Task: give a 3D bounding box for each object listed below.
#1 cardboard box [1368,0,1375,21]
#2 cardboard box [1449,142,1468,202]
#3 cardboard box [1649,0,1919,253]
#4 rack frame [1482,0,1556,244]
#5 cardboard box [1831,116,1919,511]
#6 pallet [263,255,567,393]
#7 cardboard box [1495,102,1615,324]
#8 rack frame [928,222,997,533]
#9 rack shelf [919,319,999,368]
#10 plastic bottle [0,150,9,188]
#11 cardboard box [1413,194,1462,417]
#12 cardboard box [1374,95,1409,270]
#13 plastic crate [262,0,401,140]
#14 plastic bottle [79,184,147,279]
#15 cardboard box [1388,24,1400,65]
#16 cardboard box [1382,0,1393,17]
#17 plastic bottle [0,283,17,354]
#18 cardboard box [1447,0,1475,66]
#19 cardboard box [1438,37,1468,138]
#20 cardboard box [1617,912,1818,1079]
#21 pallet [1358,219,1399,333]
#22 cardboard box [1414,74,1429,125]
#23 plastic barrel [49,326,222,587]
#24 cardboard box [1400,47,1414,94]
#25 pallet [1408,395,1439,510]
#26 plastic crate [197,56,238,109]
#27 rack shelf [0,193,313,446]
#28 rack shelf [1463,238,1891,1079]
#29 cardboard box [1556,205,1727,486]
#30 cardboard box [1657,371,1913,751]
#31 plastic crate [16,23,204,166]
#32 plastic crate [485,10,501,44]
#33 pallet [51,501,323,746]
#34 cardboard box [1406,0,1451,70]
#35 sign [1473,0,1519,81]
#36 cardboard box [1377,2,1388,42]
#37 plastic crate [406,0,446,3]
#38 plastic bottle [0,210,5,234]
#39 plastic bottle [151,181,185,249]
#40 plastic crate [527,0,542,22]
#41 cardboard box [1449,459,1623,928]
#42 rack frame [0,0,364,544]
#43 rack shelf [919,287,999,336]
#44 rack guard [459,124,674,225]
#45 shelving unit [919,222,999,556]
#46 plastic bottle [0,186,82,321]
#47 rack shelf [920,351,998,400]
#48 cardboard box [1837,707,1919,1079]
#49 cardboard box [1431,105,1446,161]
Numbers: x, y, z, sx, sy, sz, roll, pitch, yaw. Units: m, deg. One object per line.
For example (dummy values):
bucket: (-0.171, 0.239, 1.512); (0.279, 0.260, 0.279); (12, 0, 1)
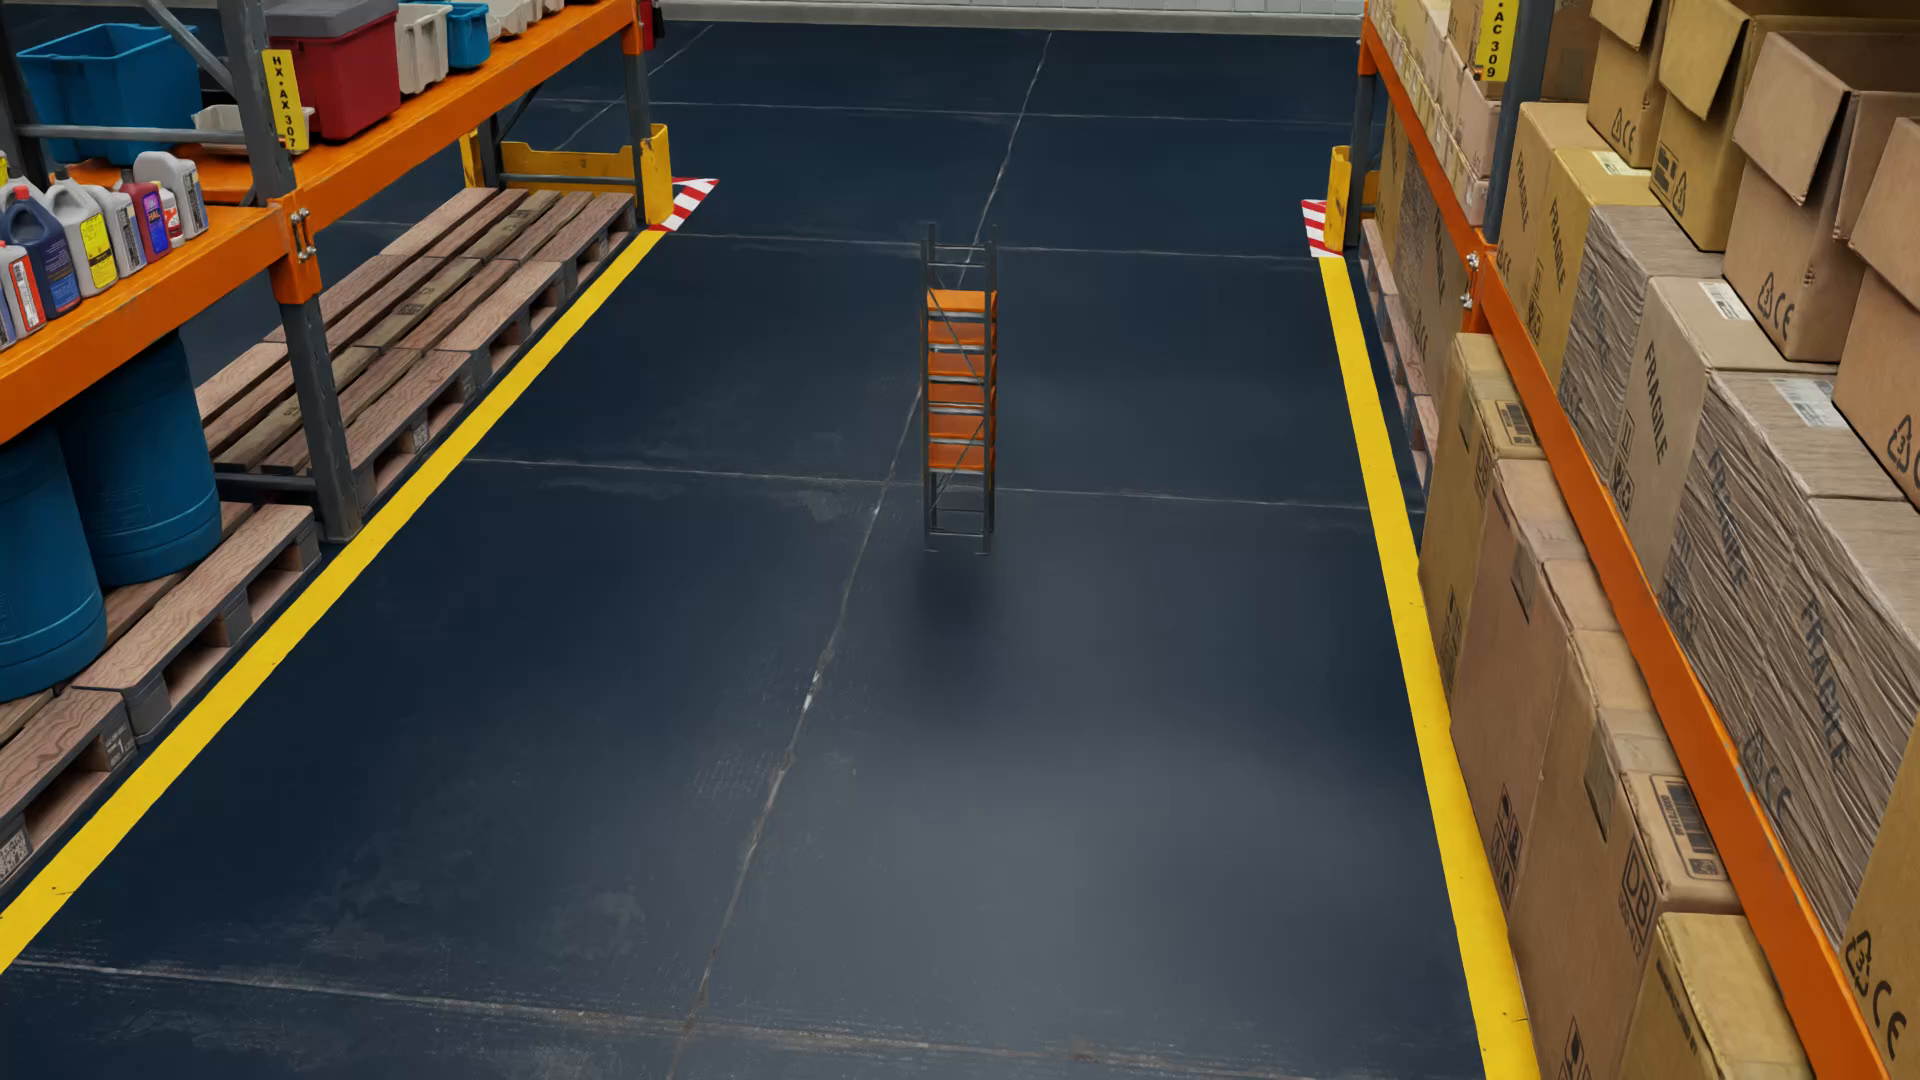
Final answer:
cardboard box: (2.261, -2.700, 8.364); (0.380, 0.149, 0.250); (4, 29, 7)
cardboard box: (1.886, -1.249, 5.670); (0.380, 0.149, 0.250); (4, 29, 7)
cardboard box: (1.977, -0.938, 3.665); (0.797, 0.503, 0.637); (4, 29, 7)
rack frame: (2.142, -1.075, 5.084); (1.000, 3.000, 0.127); (3, 28, 6)
cardboard box: (1.841, -0.328, 2.533); (0.797, 0.503, 0.637); (4, 29, 7)
pallet: (-2.575, -1.060, 7.995); (1.003, 0.211, 1.213); (3, 28, 6)
cardboard box: (1.838, -0.917, 4.685); (0.500, 0.500, 0.500); (3, 29, 6)
rack frame: (0.009, -0.564, 6.033); (0.240, 1.200, 0.006); (3, 28, 6)
rack shelf: (-0.002, -0.694, 5.860); (0.258, 0.103, 0.180); (3, 28, 6)
plastic bottle: (-3.143, -1.176, 5.322); (0.144, 0.351, 0.185); (3, 28, 6)
cardboard box: (2.413, -1.055, 6.842); (0.875, 0.875, 0.875); (3, 28, 6)
cardboard box: (2.633, -1.902, 8.415); (0.875, 0.875, 0.875); (3, 28, 6)
plastic crate: (-2.415, -1.824, 6.342); (0.402, 0.464, 0.583); (3, 28, 6)
plastic bottle: (-2.545, -0.932, 4.949); (0.152, 0.276, 0.135); (3, 28, 6)
cardboard box: (2.137, -2.216, 7.466); (0.380, 0.149, 0.250); (3, 28, 5)
cardboard box: (2.249, -2.568, 7.698); (0.500, 0.250, 0.500); (3, 28, 6)
plastic bottle: (-2.624, -0.632, 4.391); (0.152, 0.276, 0.135); (3, 28, 6)
cardboard box: (1.999, -1.938, 5.739); (0.500, 0.500, 0.500); (4, 29, 7)
cardboard box: (1.997, -1.607, 5.915); (0.500, 0.250, 0.500); (4, 29, 8)
cardboard box: (1.757, 1.234, 2.594); (1.225, 0.875, 0.875); (2, 28, 4)
pallet: (2.612, -1.350, 8.533); (1.003, 0.211, 1.213); (3, 28, 6)
cardboard box: (2.012, -1.732, 6.568); (0.380, 0.149, 0.250); (3, 28, 5)
plastic barrel: (-2.857, -0.369, 5.543); (0.600, 0.901, 0.708); (3, 28, 6)
cardboard box: (2.074, -1.976, 7.020); (0.380, 0.149, 0.250); (3, 28, 5)
pallet: (2.313, -0.201, 6.401); (1.003, 0.211, 1.213); (3, 28, 6)
plastic crate: (-2.903, -1.811, 6.676); (0.437, 0.125, 0.590); (3, 28, 6)
rack shelf: (-3.018, -0.105, 4.041); (1.077, 0.370, 4.000); (3, 28, 6)
rack shelf: (1.897, 0.183, 3.507); (1.077, 0.370, 4.000); (3, 28, 6)
cardboard box: (1.715, -0.445, 3.808); (0.500, 0.500, 0.500); (3, 28, 5)
cardboard box: (1.594, 0.038, 2.912); (0.500, 0.500, 0.500); (2, 28, 5)
plastic crate: (-3.055, -1.622, 6.052); (0.392, 0.384, 0.575); (3, 28, 6)
plastic crate: (-2.281, -2.354, 7.671); (0.298, 0.136, 0.250); (3, 28, 6)
pallet: (-2.909, 0.225, 5.610); (1.003, 0.211, 1.213); (3, 28, 6)
cardboard box: (2.125, -2.086, 6.803); (0.500, 0.250, 0.500); (3, 28, 5)
sign: (1.591, -1.523, 4.918); (0.100, 0.325, 0.005); (3, 28, 6)
cardboard box: (2.200, -2.458, 7.916); (0.380, 0.149, 0.250); (3, 28, 5)
plastic crate: (-2.721, -2.792, 8.383); (0.416, 0.233, 0.300); (3, 28, 6)
plastic bottle: (-2.727, -0.811, 4.645); (0.144, 0.351, 0.185); (3, 28, 6)
plastic bottle: (-2.488, -1.015, 5.182); (0.097, 0.201, 0.097); (0, 28, 0)
plastic crate: (-2.253, -2.627, 8.177); (0.396, 0.136, 0.243); (3, 28, 6)
cardboard box: (1.975, 0.398, 4.146); (1.225, 0.875, 0.875); (2, 28, 4)
rack frame: (-2.773, -1.363, 5.618); (1.000, 3.000, 0.127); (3, 28, 6)
rack shelf: (-0.002, -0.799, 5.803); (0.258, 0.103, 0.180); (3, 28, 6)
rack guard: (-2.293, -2.158, 9.728); (1.175, 0.500, 0.348); (3, 28, 6)
shelving unit: (-0.002, -0.521, 5.953); (0.258, 1.200, 0.189); (3, 28, 6)
plastic bottle: (-2.584, -0.803, 4.630); (0.144, 0.351, 0.185); (3, 28, 6)
rack shelf: (-0.002, -0.588, 5.917); (0.258, 0.103, 0.180); (3, 28, 6)
cardboard box: (1.467, 0.517, 2.023); (0.500, 0.500, 0.500); (4, 29, 8)
cardboard box: (1.949, -1.491, 6.119); (0.380, 0.149, 0.250); (4, 29, 7)
